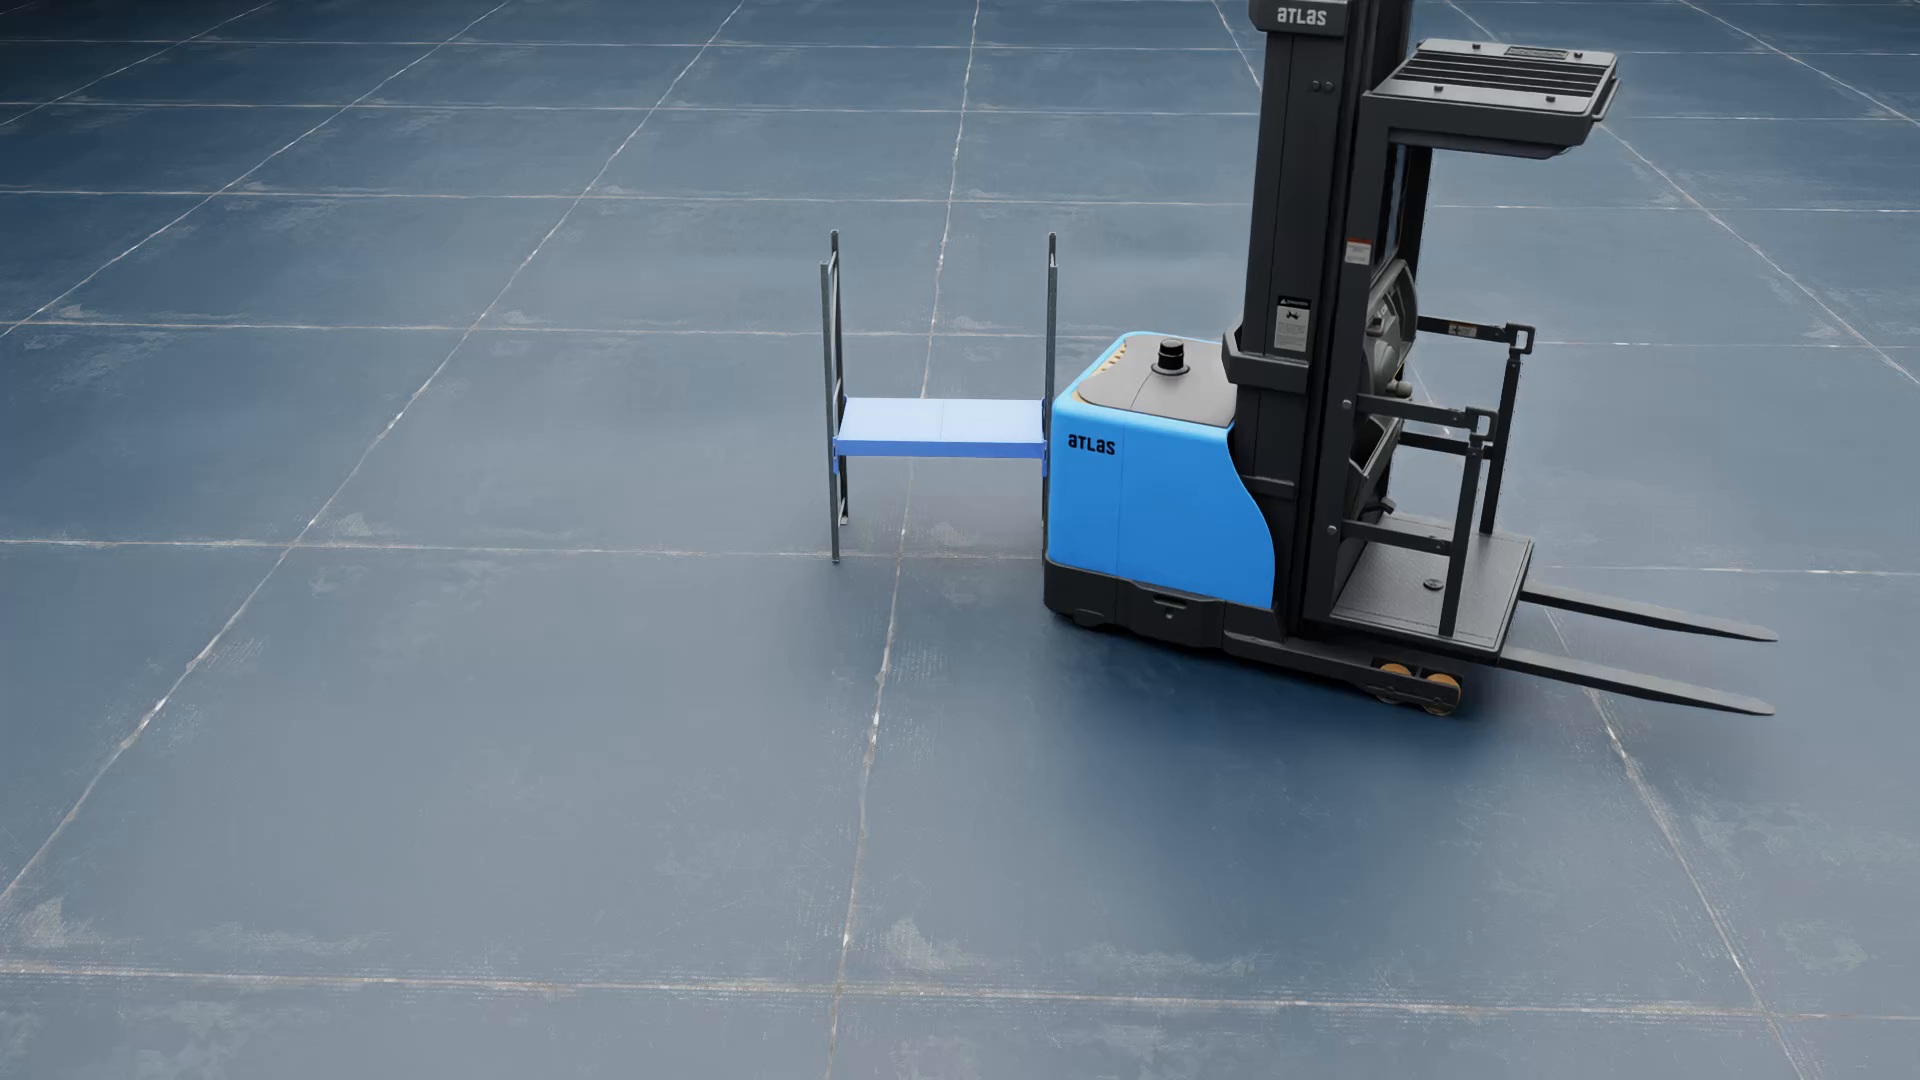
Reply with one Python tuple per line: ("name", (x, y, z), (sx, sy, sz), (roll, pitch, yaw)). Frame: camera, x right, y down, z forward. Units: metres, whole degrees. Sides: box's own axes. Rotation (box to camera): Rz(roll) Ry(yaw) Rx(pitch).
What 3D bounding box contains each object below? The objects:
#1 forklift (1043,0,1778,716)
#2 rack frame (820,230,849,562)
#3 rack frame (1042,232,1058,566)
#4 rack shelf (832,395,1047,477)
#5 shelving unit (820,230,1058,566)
("forklift", (1.940, -0.854, 6.732), (3.031, 2.935, 1.130), (12, 30, 22))
("rack frame", (-0.593, -0.672, 7.917), (0.032, 1.500, 0.500), (1, 28, 2))
("rack frame", (0.423, -0.656, 7.886), (0.032, 1.500, 0.500), (1, 28, 2))
("rack shelf", (-0.085, -0.505, 7.986), (1.000, 0.185, 0.538), (1, 28, 2))
("shelving unit", (-0.085, -0.664, 7.901), (1.048, 1.500, 0.538), (1, 28, 2))
